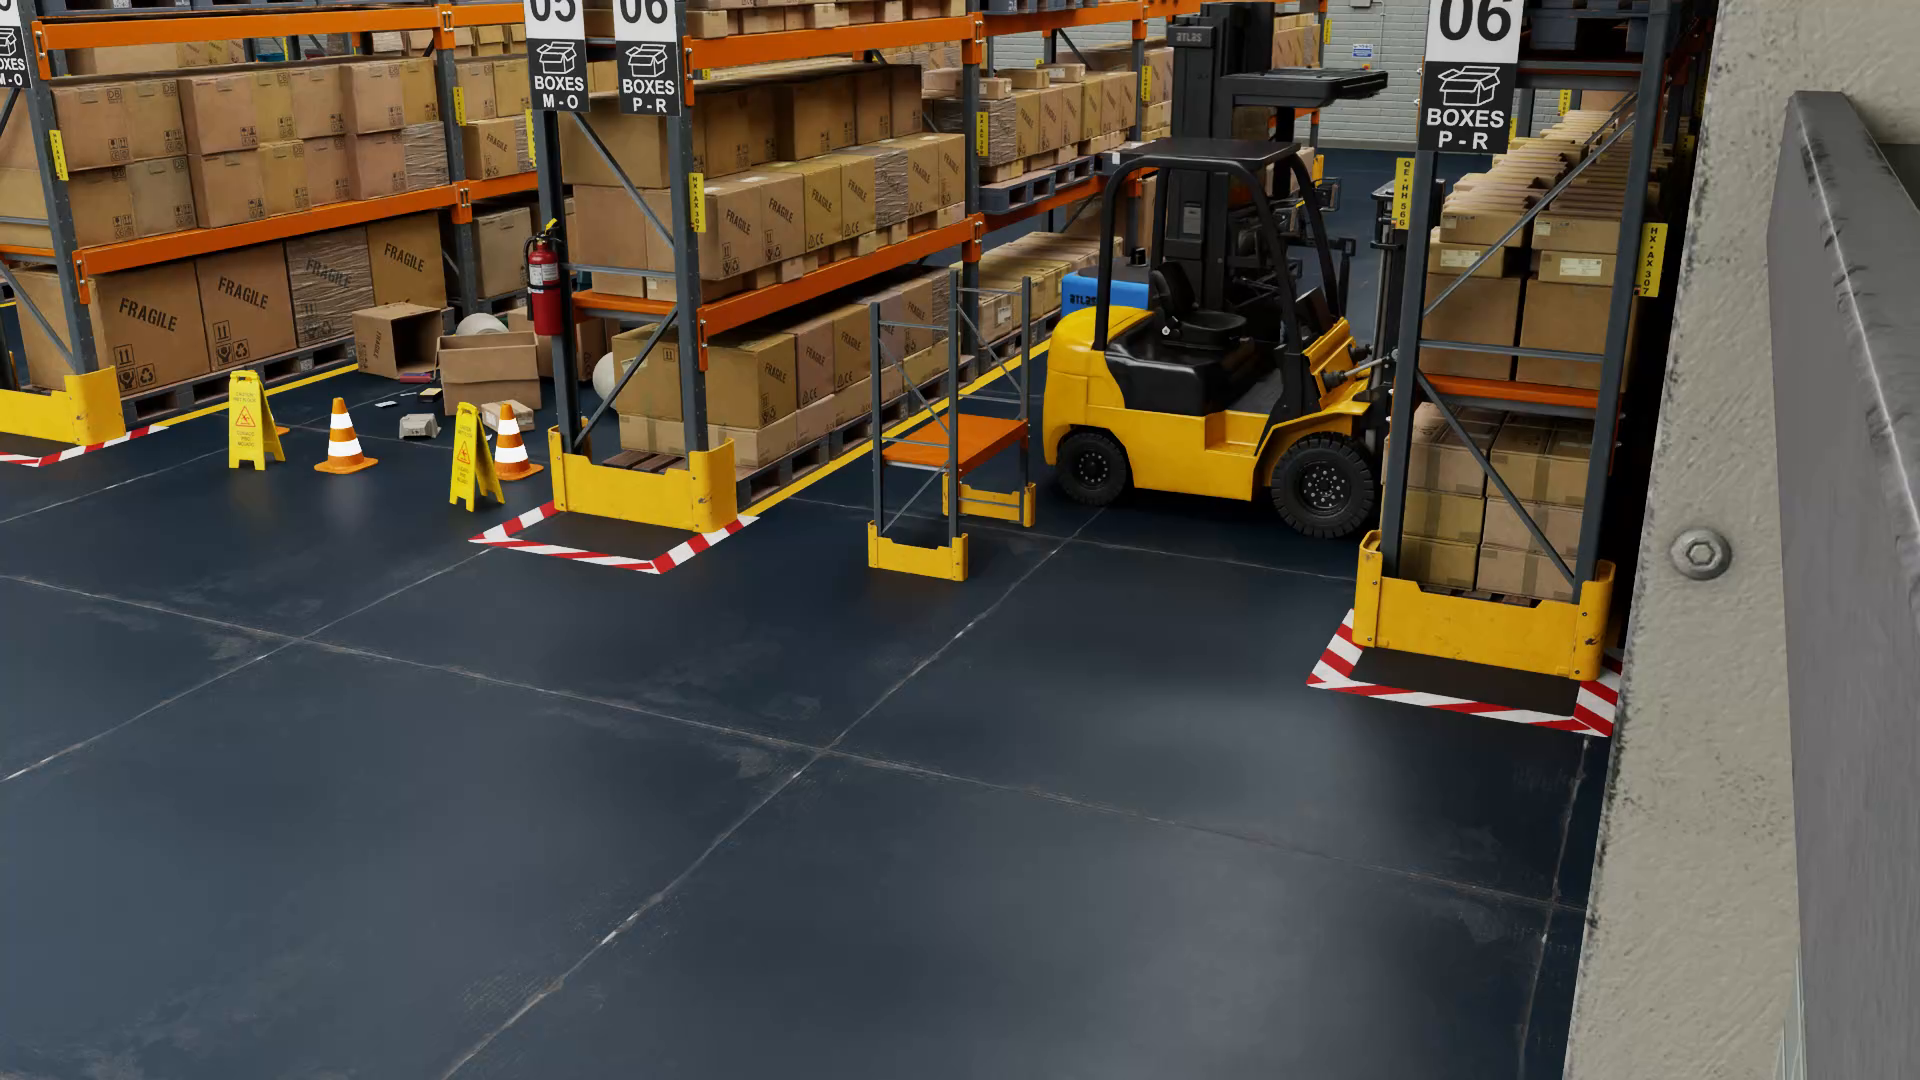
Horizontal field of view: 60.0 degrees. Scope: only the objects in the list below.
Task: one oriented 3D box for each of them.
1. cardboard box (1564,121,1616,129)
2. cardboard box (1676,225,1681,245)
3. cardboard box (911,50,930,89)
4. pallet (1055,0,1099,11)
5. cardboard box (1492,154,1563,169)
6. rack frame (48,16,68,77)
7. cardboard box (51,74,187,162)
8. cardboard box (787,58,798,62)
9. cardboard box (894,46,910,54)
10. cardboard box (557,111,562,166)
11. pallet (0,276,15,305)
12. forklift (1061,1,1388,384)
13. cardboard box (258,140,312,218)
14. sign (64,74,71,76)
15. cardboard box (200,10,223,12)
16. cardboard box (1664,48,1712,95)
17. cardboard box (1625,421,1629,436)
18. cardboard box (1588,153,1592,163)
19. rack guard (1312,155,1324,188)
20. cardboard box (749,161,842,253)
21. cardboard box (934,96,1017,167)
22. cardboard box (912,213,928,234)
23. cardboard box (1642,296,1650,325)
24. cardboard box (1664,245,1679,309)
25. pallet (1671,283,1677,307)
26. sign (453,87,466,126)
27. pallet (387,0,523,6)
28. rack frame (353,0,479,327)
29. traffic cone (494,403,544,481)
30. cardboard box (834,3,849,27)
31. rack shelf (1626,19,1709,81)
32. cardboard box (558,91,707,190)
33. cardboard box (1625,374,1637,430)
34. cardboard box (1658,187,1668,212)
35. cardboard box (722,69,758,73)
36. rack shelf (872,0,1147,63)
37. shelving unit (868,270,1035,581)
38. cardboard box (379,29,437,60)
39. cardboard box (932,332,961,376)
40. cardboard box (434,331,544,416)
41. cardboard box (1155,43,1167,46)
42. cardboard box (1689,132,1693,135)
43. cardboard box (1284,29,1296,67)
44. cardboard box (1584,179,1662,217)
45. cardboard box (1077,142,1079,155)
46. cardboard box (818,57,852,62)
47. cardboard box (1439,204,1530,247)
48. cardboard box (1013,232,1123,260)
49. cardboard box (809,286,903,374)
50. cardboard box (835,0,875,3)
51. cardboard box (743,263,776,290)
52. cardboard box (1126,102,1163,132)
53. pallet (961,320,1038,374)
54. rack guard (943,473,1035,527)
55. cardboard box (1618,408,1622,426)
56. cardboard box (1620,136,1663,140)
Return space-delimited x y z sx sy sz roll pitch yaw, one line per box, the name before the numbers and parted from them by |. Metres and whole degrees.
cardboard box | 5.076 -3.291 13.428 0.380 0.149 0.250 9 21 23
cardboard box | 6.468 -2.842 15.418 0.380 0.149 0.250 9 22 24
cardboard box | -0.745 -6.478 22.914 0.500 0.500 0.500 8 21 22
pallet | 0.441 -4.595 14.017 1.213 0.211 1.003 9 21 23
cardboard box | 3.396 -2.216 9.961 0.380 0.149 0.250 8 21 22
rack frame | -9.372 -4.139 16.929 1.000 3.000 0.127 9 21 23
cardboard box | -6.198 -3.073 12.097 0.875 0.550 0.550 9 21 23
cardboard box | -2.302 -6.089 21.274 0.380 0.149 0.250 9 22 24
cardboard box | -1.007 -6.796 22.316 0.500 0.500 0.500 8 21 21
cardboard box | -4.015 -3.905 16.123 0.500 0.500 0.500 8 21 22
pallet | -9.615 -2.615 16.805 1.003 0.211 1.213 9 21 23
forklift | 2.231 -2.133 11.393 3.031 2.935 1.130 12 23 31
cardboard box | -5.687 -2.887 13.187 0.875 0.550 0.500 9 21 23
sign | -8.874 -4.474 16.581 0.100 0.325 0.005 9 21 23
cardboard box | -13.632 -9.357 29.962 0.500 0.500 0.500 9 22 24
cardboard box | 8.327 -5.386 19.097 0.500 0.500 0.500 8 21 21
cardboard box | 4.184 -0.825 11.089 0.500 0.250 0.500 9 21 23
cardboard box | 4.136 -2.586 11.448 0.380 0.149 0.250 9 22 25
rack guard | 4.593 -5.277 23.860 1.175 0.500 0.348 9 21 23
cardboard box | -1.106 -2.165 10.786 0.500 0.500 0.500 8 21 22
cardboard box | 0.122 -3.268 13.261 0.500 0.500 0.500 9 22 24
cardboard box | -0.459 -2.374 12.343 0.380 0.149 0.250 9 21 23
cardboard box | 3.627 -1.506 9.378 0.500 0.500 0.500 9 21 24
cardboard box | 6.265 -2.432 15.235 0.500 0.500 0.500 9 22 25
pallet | 6.678 -2.602 16.771 1.003 0.211 1.213 9 21 23
sign | -4.382 -3.797 14.557 0.100 0.325 0.005 9 21 23
pallet | -4.558 -5.037 15.265 0.805 0.209 1.217 8 21 21
rack frame | -4.889 -3.427 14.929 1.000 3.000 0.127 9 21 23
traffic cone | -2.970 -0.669 10.960 0.336 0.463 0.334 9 21 23
cardboard box | -0.941 -3.389 10.721 0.380 0.149 0.250 8 21 21
rack shelf | 5.018 -3.785 12.531 1.077 0.370 4.000 9 21 23
cardboard box | -1.959 -2.400 9.956 0.700 0.500 0.500 8 21 21
cardboard box | 3.993 -0.900 10.553 0.500 0.250 0.500 9 21 24
cardboard box | 4.044 -2.073 10.002 0.380 0.149 0.250 9 21 23
cardboard box | -2.564 -5.362 19.230 0.380 0.149 0.250 8 21 20
rack shelf | 0.488 -4.465 14.443 1.077 0.370 4.000 9 21 23
shelving unit | -0.031 -0.683 9.452 0.587 1.500 1.083 9 21 23
cardboard box | -7.151 -6.301 21.364 0.797 0.503 0.637 9 22 24
cardboard box | -0.328 -1.464 12.884 0.500 0.250 0.500 10 22 25
cardboard box | -3.560 -1.264 12.572 0.797 0.503 0.637 -5 20 -15
cardboard box | 2.362 -5.100 17.990 0.500 0.500 0.500 9 21 24
cardboard box | 5.906 -3.311 14.080 0.500 0.250 0.500 9 22 24
cardboard box | 4.002 -6.317 21.414 0.500 0.500 0.500 8 21 22
cardboard box | 3.524 -1.825 8.861 0.380 0.149 0.250 8 21 21
cardboard box | 0.853 -3.552 15.028 0.380 0.149 0.250 9 21 23
cardboard box | -1.599 -6.083 21.257 0.380 0.149 0.250 10 22 25
cardboard box | 2.515 -1.507 7.969 0.380 0.149 0.250 9 21 23
cardboard box | 1.066 -2.790 16.432 0.950 0.372 0.625 7 21 19
cardboard box | -0.743 -1.505 11.881 0.500 0.500 0.500 10 22 26
cardboard box | -0.889 -3.624 10.785 0.500 0.250 0.500 9 21 24
cardboard box | -1.368 -1.662 10.341 0.380 0.149 0.250 8 21 21
cardboard box | 1.740 -4.287 16.826 0.500 0.250 0.500 8 21 22
pallet | -0.014 -1.703 14.243 1.003 0.211 1.213 9 21 23
rack guard | 0.173 -0.247 10.089 0.587 0.250 0.087 9 21 23
cardboard box | 3.562 -0.831 9.613 0.500 0.250 0.500 8 21 22
cardboard box | 5.109 -2.912 12.363 0.380 0.149 0.250 8 21 22
